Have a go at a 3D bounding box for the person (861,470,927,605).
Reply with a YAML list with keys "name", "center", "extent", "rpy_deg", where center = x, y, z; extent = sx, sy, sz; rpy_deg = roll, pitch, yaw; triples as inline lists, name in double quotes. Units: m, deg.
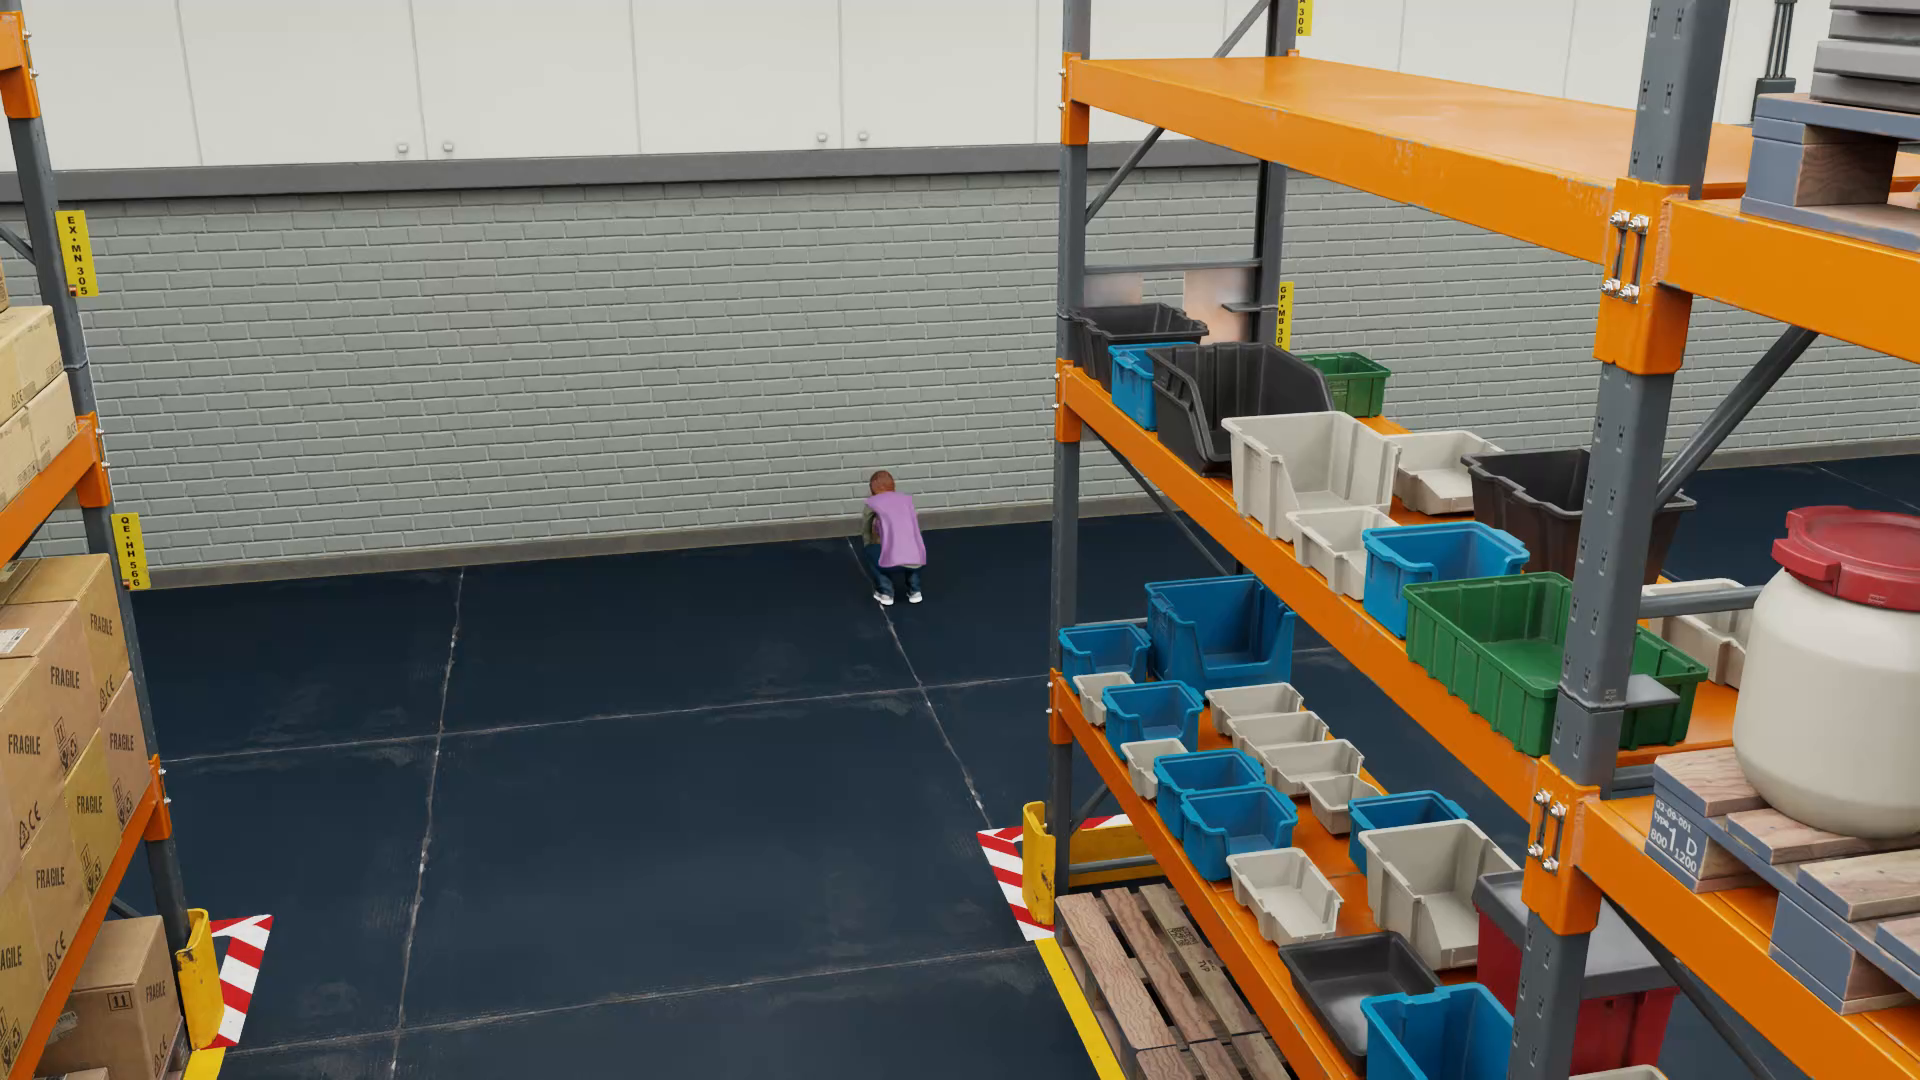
- name: "person"
  center: [-0.481, -0.016, 12.196]
  extent: [0.450, 0.881, 0.804]
  rpy_deg: [-5, 20, -12]
